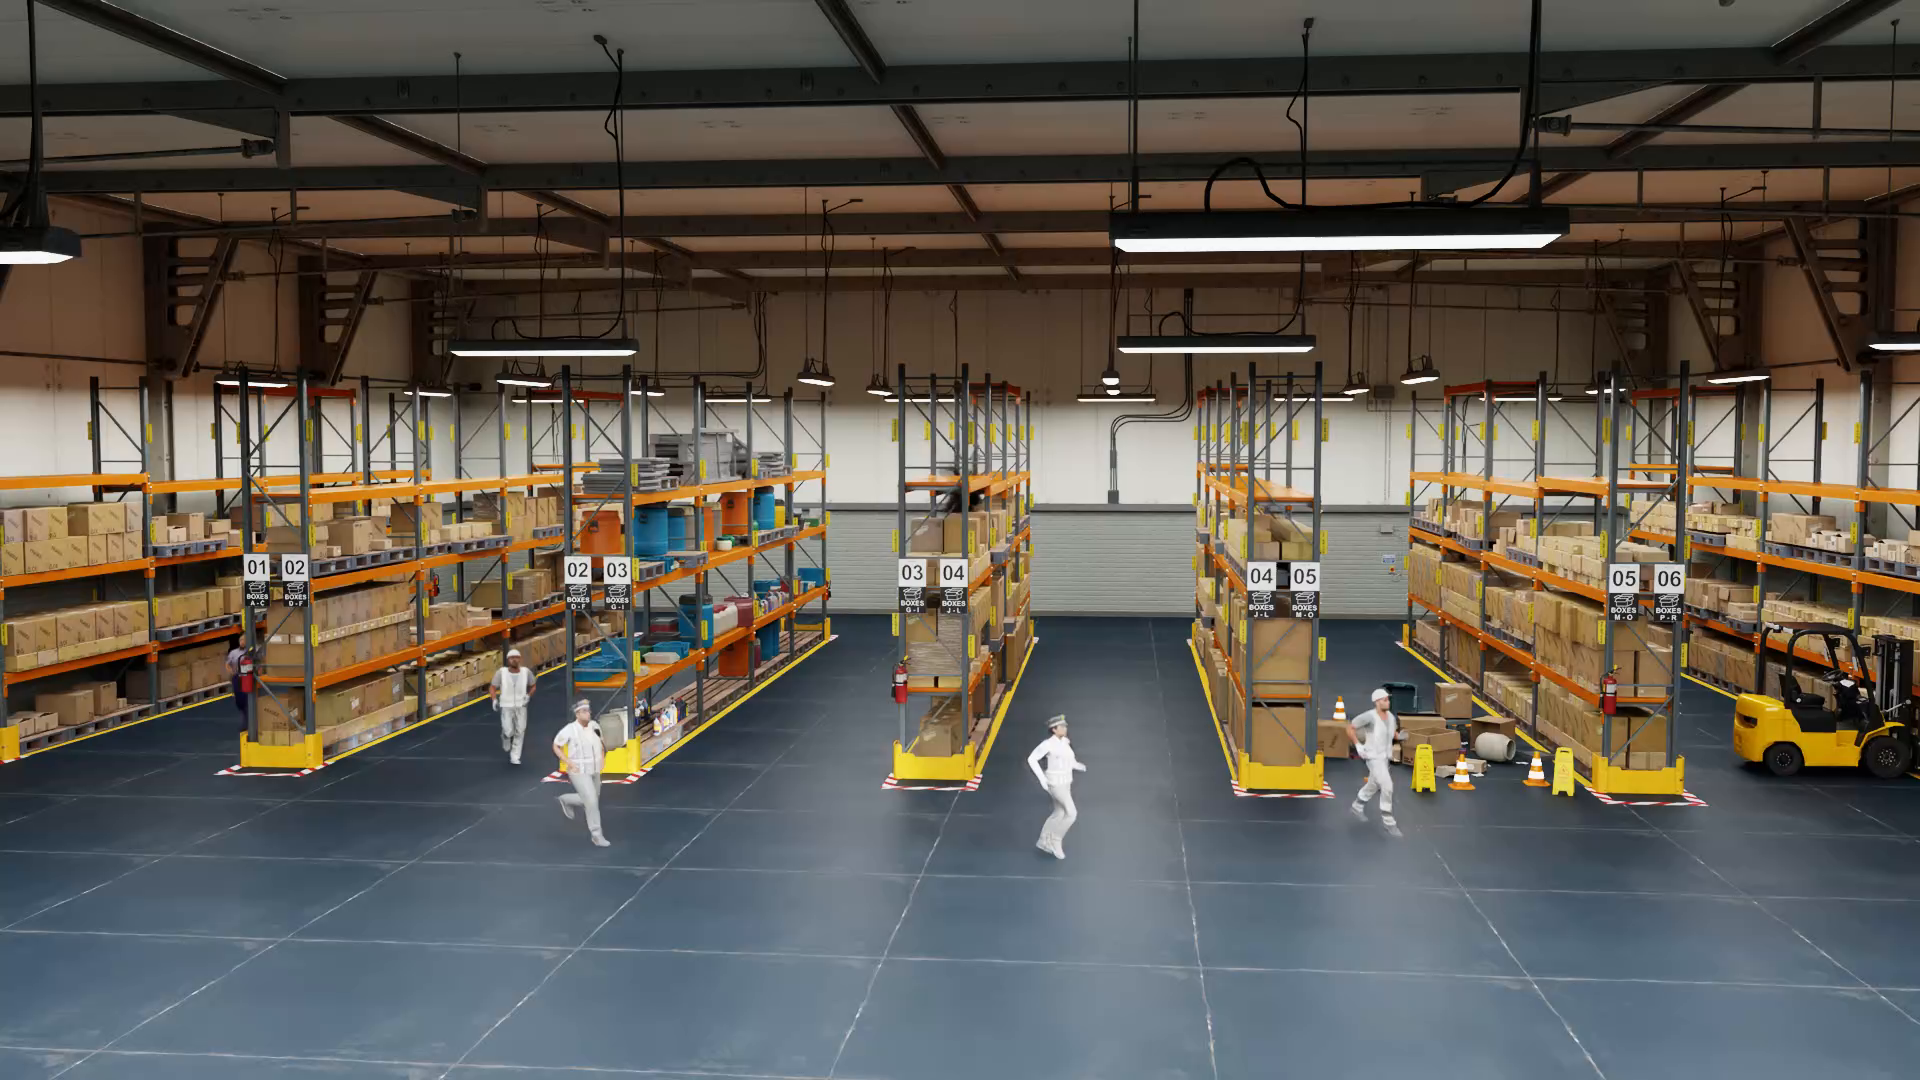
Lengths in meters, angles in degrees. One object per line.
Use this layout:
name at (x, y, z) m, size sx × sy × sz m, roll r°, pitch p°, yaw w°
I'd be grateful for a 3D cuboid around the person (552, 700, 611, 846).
person at (-4.630, 2.838, 20.458) m, size 0.997 × 1.779 × 0.643 m, roll 3°, pitch 4°, yaw 34°

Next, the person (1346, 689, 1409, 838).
person at (5.199, 2.767, 20.874) m, size 0.678 × 1.826 × 0.905 m, roll -3°, pitch 5°, yaw -40°

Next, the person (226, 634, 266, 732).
person at (-11.990, 2.397, 27.912) m, size 0.610 × 1.650 × 0.896 m, roll -1°, pitch 4°, yaw -11°

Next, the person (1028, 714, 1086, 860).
person at (1.183, 2.901, 19.585) m, size 0.666 × 1.706 × 0.579 m, roll 2°, pitch 4°, yaw 33°

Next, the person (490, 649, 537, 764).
person at (-6.773, 2.519, 25.261) m, size 0.670 × 1.724 × 0.583 m, roll -1°, pitch 4°, yaw -21°
